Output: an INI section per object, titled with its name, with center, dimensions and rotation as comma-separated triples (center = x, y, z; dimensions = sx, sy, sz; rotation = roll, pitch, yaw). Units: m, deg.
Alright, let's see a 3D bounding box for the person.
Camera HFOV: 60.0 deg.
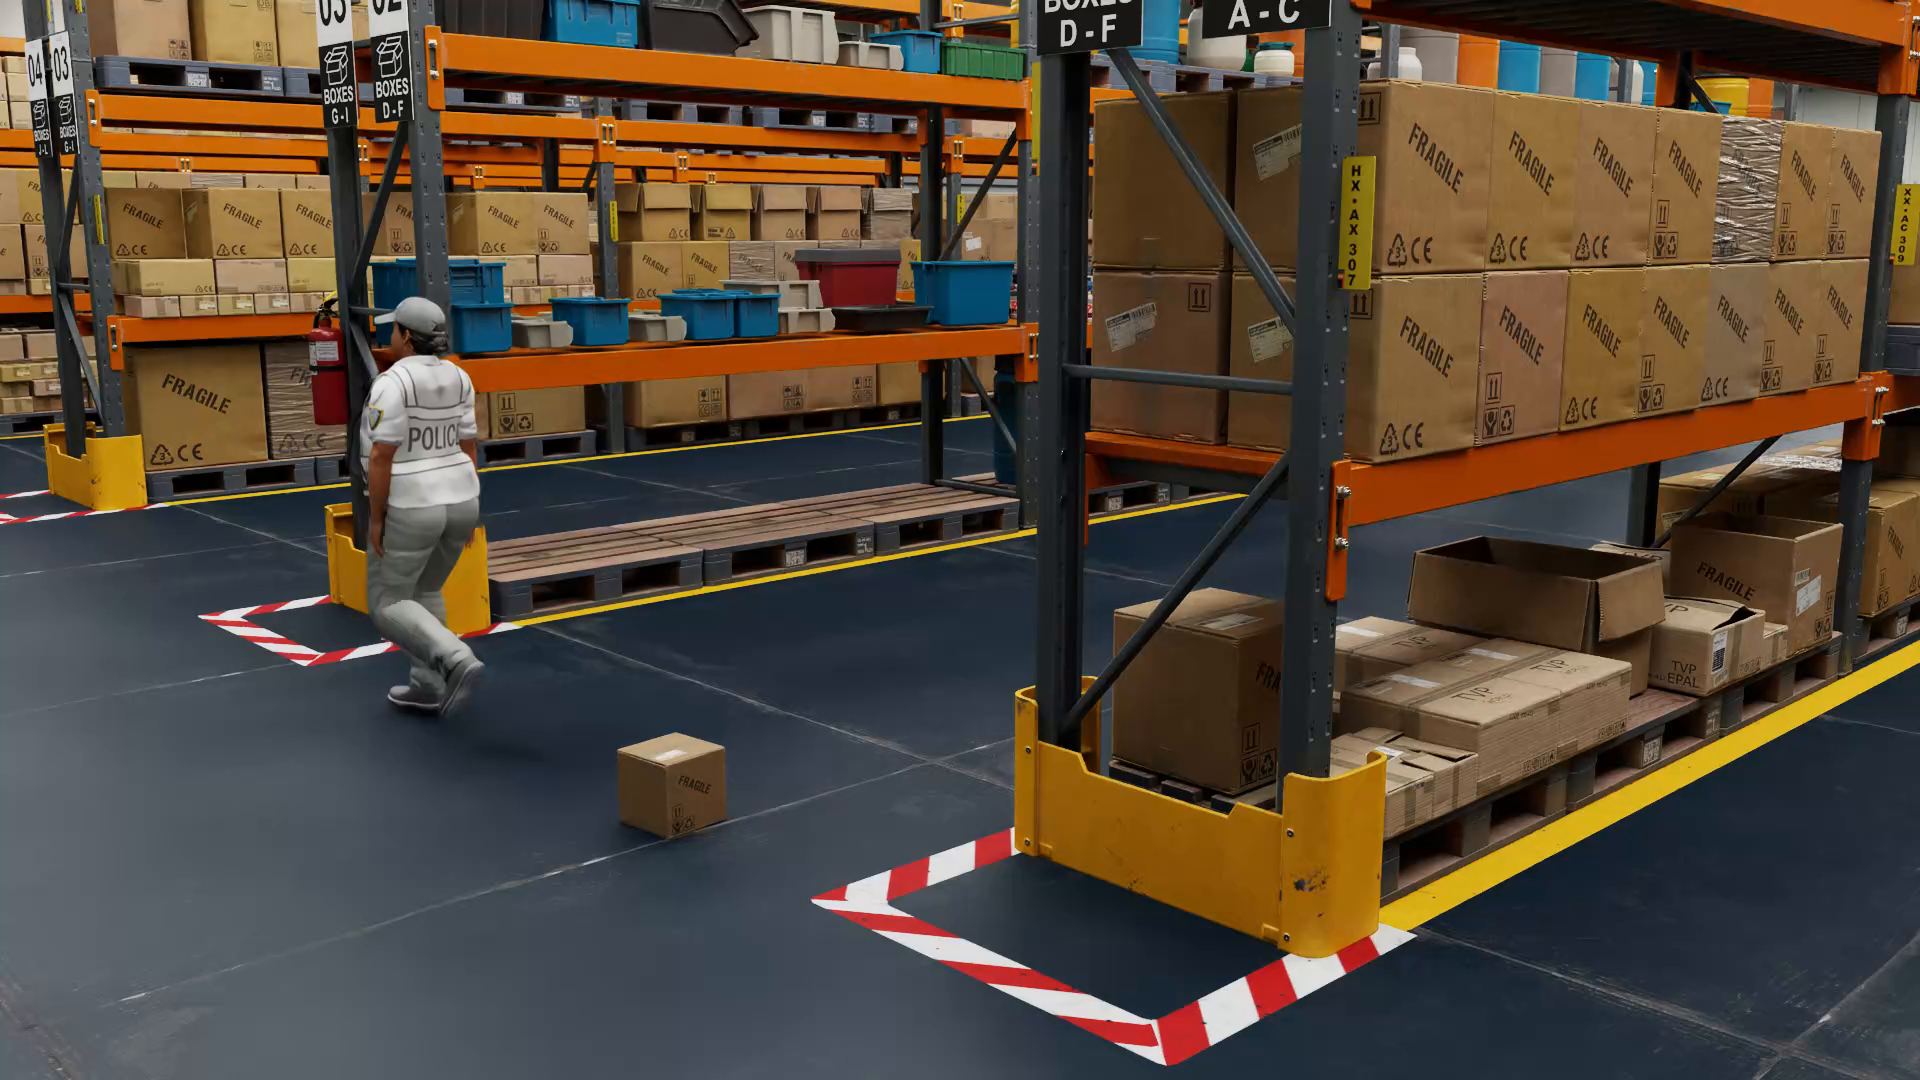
[person]
center = -2.047, -0.108, 6.406
dimensions = 0.727, 1.636, 0.482
rotation = 6, 12, 30
